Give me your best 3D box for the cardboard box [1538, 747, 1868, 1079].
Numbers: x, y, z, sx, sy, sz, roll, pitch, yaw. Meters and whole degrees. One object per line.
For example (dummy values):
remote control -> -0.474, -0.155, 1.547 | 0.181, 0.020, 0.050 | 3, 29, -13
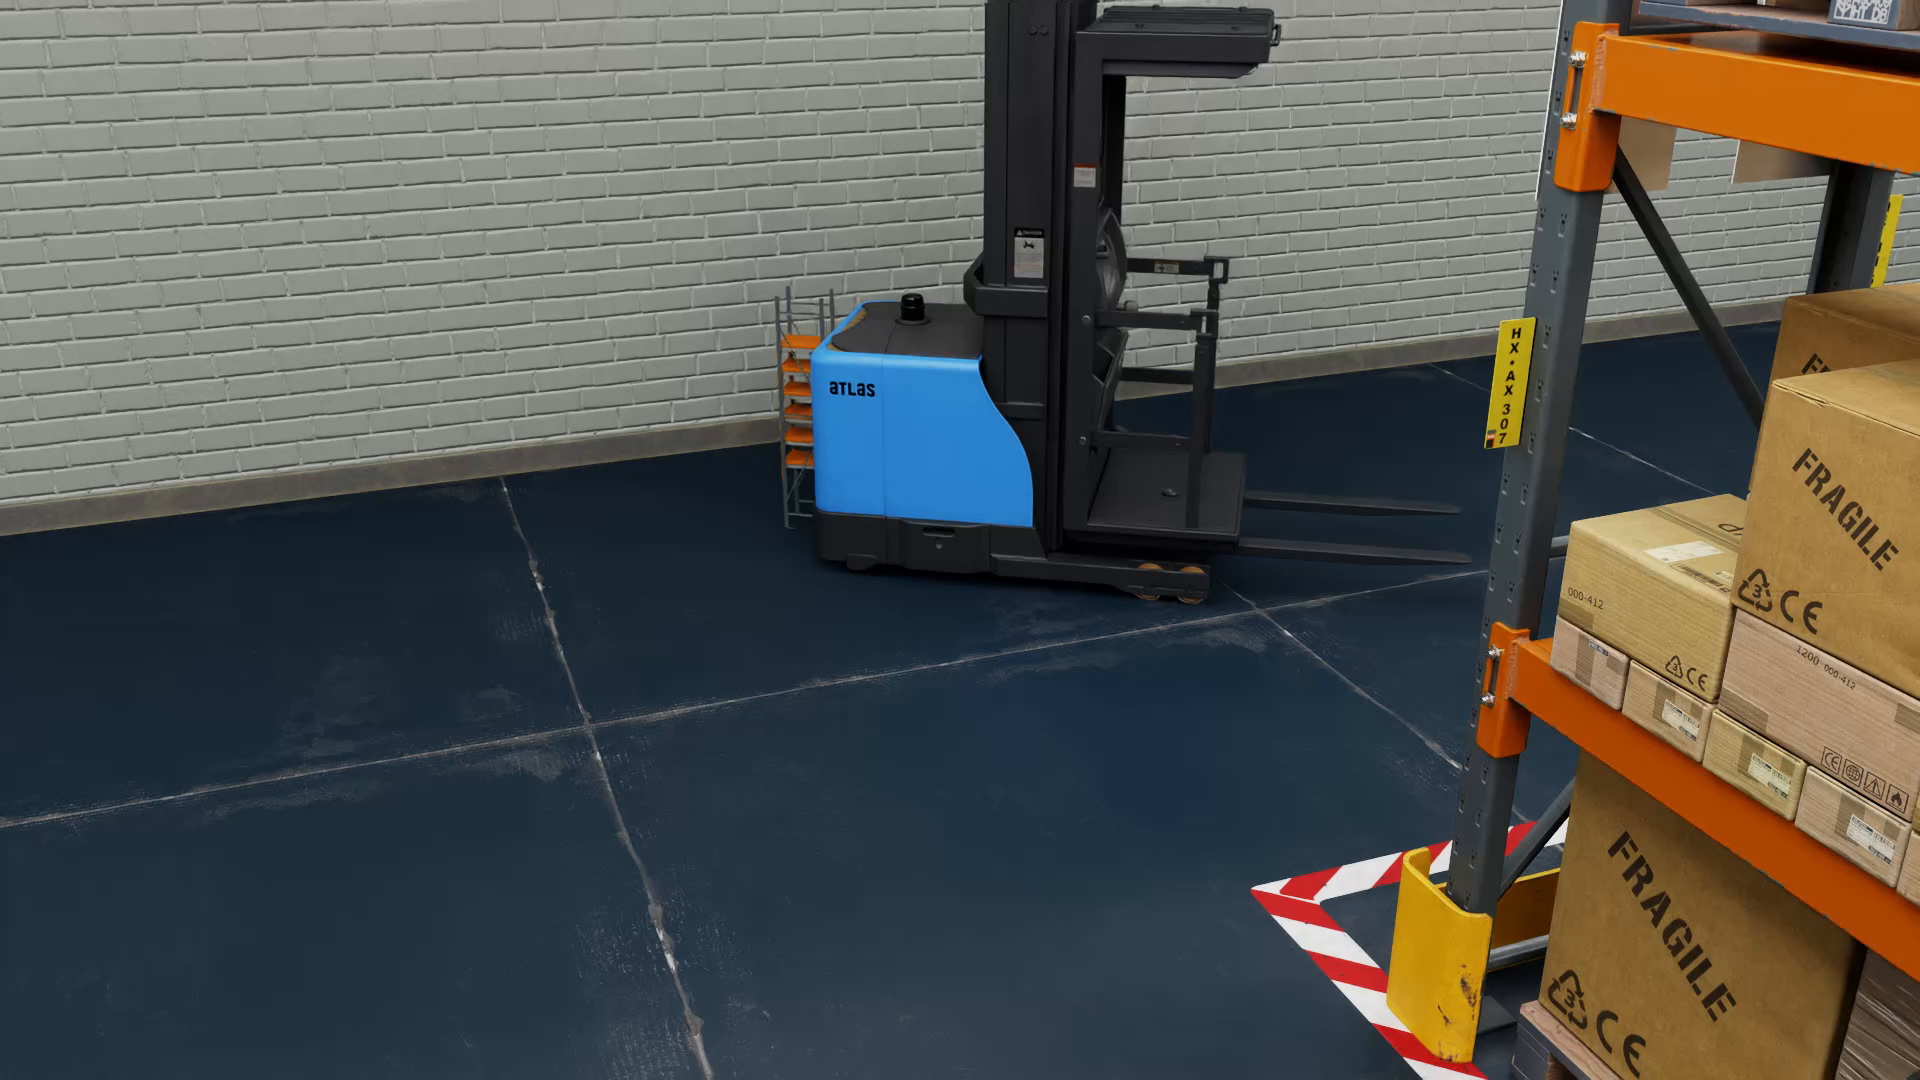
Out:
cardboard box -> 2.171, 0.986, 4.244 | 0.875, 0.875, 0.875 | -8, 24, -19

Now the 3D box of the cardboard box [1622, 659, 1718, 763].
cardboard box -> 1.779, 0.362, 3.853 | 0.380, 0.149, 0.250 | -9, 24, -20

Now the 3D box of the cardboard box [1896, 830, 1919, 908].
cardboard box -> 2.051, 0.642, 3.188 | 0.380, 0.149, 0.250 | -9, 24, -20

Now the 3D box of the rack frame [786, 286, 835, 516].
rack frame -> -0.729, -0.672, 8.299 | 0.240, 1.200, 0.006 | 4, 23, 11

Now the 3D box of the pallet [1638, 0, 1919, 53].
pallet -> 2.142, -1.095, 3.237 | 1.003, 0.211, 1.213 | -8, 24, -19

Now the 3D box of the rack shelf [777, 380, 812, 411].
rack shelf -> -0.747, -0.707, 8.187 | 0.258, 0.103, 0.180 | 4, 23, 11

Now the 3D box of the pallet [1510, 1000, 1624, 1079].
pallet -> 2.226, 1.544, 4.316 | 1.003, 0.211, 1.213 | -8, 24, -19

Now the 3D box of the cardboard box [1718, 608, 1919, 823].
cardboard box -> 1.977, 0.310, 3.462 | 0.500, 0.250, 0.500 | -9, 24, -20

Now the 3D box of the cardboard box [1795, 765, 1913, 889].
cardboard box -> 1.963, 0.549, 3.408 | 0.380, 0.149, 0.250 | -9, 24, -20

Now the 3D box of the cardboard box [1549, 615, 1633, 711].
cardboard box -> 1.687, 0.269, 4.074 | 0.380, 0.149, 0.250 | -8, 24, -18

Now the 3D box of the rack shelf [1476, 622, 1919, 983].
rack shelf -> 2.576, 1.037, 2.854 | 1.077, 0.370, 4.000 | -8, 24, -19

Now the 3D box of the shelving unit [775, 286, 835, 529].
shelving unit -> -0.747, -0.637, 8.216 | 0.258, 1.200, 0.189 | 4, 23, 11

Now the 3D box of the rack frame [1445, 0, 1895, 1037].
rack frame -> 1.870, -0.021, 4.438 | 1.000, 3.000, 0.127 | -8, 24, -19

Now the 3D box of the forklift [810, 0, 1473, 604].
forklift -> 0.873, -1.285, 7.525 | 3.031, 2.935, 1.130 | 4, 23, 10

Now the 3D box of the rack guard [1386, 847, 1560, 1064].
rack guard -> 1.861, 1.122, 4.945 | 1.175, 0.500, 0.348 | -8, 24, -19

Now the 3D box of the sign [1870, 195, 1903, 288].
sign -> 2.382, -0.733, 4.332 | 0.100, 0.325, 0.005 | -8, 24, -19

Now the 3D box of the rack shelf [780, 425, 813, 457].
rack shelf -> -0.747, -0.485, 8.280 | 0.258, 0.103, 0.180 | 4, 23, 11

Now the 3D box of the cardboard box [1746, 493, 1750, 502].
cardboard box -> 2.289, 0.050, 4.078 | 0.500, 0.250, 0.500 | -9, 24, -20

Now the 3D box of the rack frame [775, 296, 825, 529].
rack frame -> -0.765, -0.602, 8.134 | 0.240, 1.200, 0.006 | 4, 23, 11

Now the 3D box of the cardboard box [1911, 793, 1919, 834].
cardboard box -> 2.151, 0.493, 3.028 | 0.500, 0.250, 0.500 | -9, 25, -21

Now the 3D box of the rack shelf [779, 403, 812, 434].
rack shelf -> -0.747, -0.596, 8.234 | 0.258, 0.103, 0.180 | 4, 23, 11

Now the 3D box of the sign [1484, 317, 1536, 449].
sign -> 1.349, -0.383, 4.079 | 0.100, 0.325, 0.005 | -8, 24, -19

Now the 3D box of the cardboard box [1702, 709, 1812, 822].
cardboard box -> 1.869, 0.455, 3.632 | 0.380, 0.149, 0.250 | -9, 24, -20

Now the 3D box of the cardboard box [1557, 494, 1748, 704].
cardboard box -> 1.787, 0.122, 3.908 | 0.500, 0.250, 0.500 | -9, 24, -20

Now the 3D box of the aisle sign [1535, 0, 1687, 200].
aisle sign -> 1.564, -1.204, 3.898 | 0.394, 0.787, 0.004 | -8, 24, -19

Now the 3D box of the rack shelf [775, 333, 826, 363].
rack shelf -> -0.747, -0.928, 8.094 | 0.258, 0.103, 0.180 | 4, 23, 11

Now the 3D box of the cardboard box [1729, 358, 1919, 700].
cardboard box -> 1.964, -0.042, 3.331 | 0.500, 0.500, 0.500 | -9, 24, -20

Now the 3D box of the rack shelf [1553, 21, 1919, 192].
rack shelf -> 2.576, -0.345, 2.271 | 1.077, 0.370, 4.000 | -8, 24, -19

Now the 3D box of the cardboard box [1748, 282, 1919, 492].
cardboard box -> 2.288, -0.294, 3.930 | 0.500, 0.500, 0.500 | -8, 24, -18

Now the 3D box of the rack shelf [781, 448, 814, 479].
rack shelf -> -0.747, -0.375, 8.327 | 0.258, 0.103, 0.180 | 4, 23, 11

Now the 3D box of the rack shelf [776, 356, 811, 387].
rack shelf -> -0.747, -0.817, 8.140 | 0.258, 0.103, 0.180 | 4, 23, 11

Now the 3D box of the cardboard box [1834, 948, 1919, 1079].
cardboard box -> 2.492, 1.317, 3.459 | 0.875, 0.875, 0.875 | -8, 24, -19

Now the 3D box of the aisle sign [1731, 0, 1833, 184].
aisle sign -> 2.125, -1.286, 4.093 | 0.394, 0.787, 0.004 | -8, 24, -19
